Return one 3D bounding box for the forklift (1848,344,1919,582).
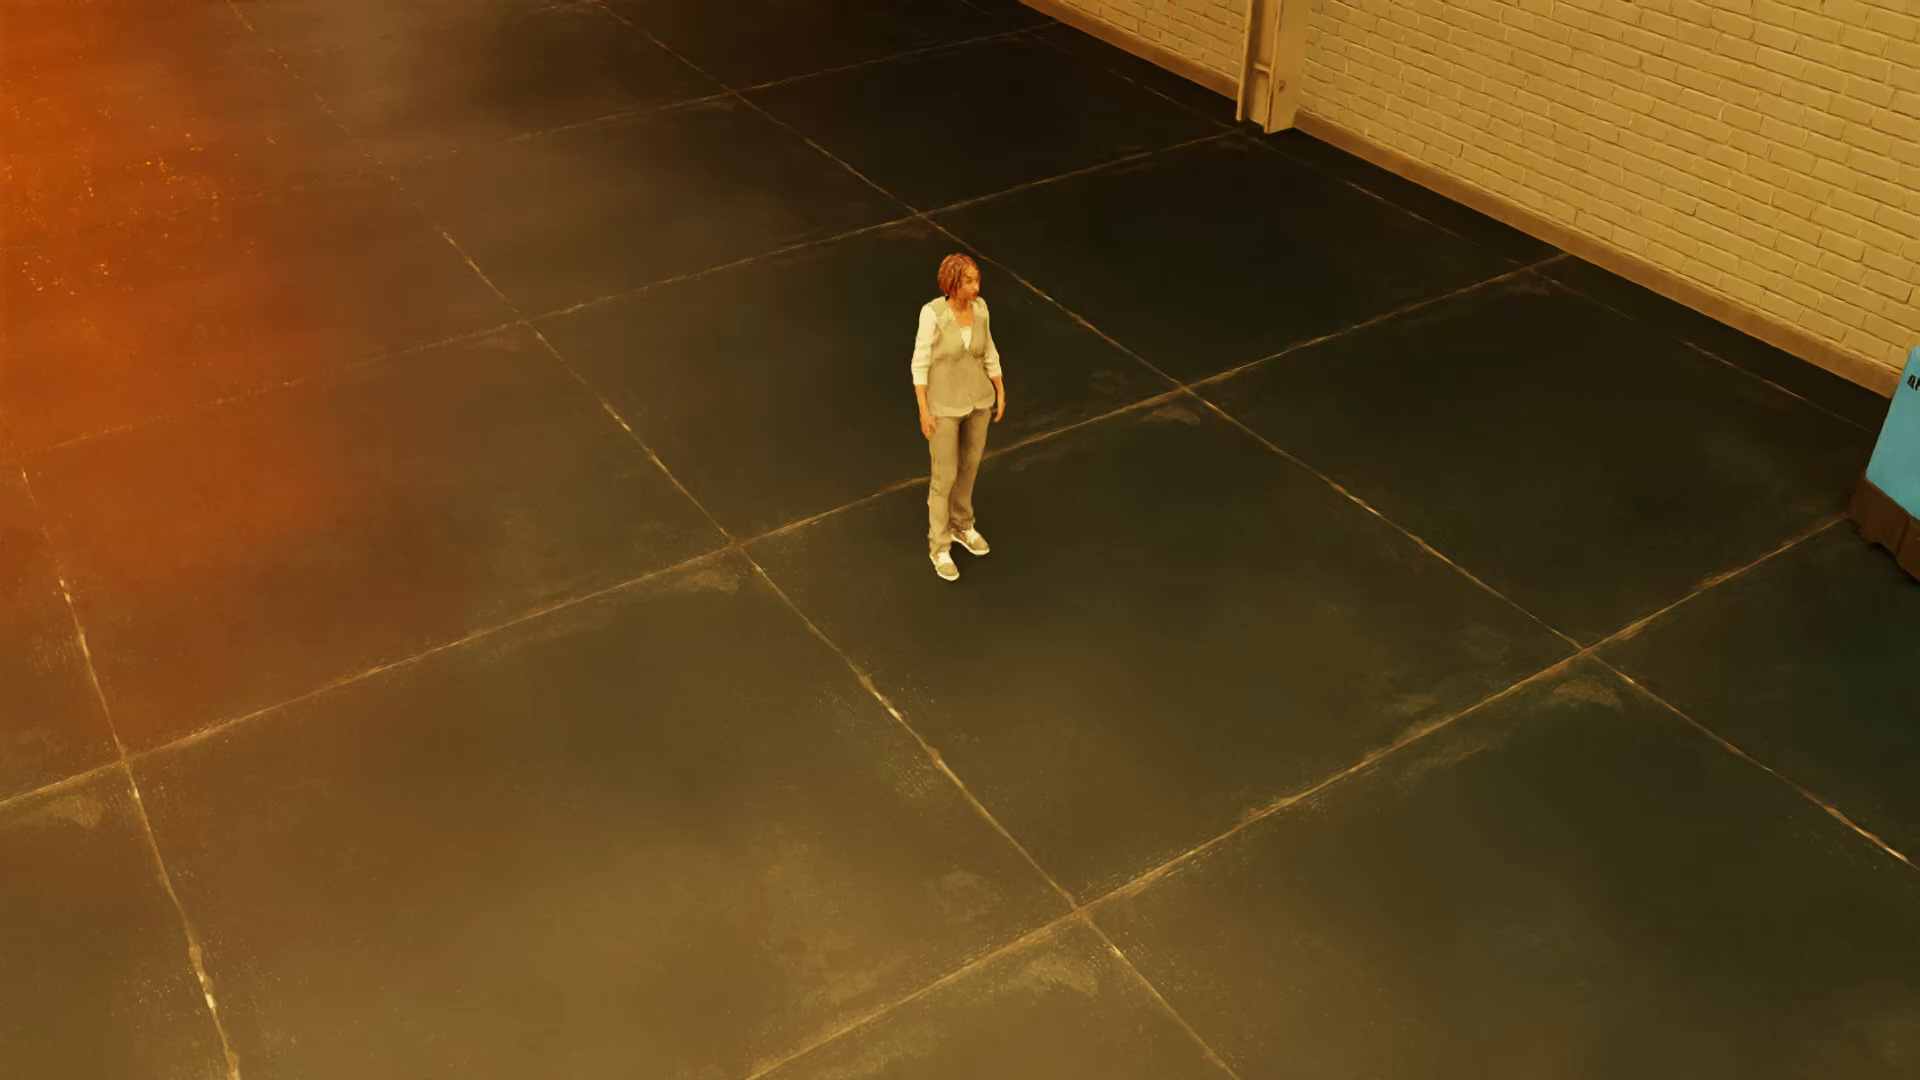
[{"bbox_3d":[5.511,-0.531,6.904,1.130,2.935,3.031,-8,36,-11],"label":"forklift"}]

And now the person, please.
[{"bbox_3d":[0.029,-0.619,8.177,0.521,1.597,0.474,-21,40,-27],"label":"person"}]
